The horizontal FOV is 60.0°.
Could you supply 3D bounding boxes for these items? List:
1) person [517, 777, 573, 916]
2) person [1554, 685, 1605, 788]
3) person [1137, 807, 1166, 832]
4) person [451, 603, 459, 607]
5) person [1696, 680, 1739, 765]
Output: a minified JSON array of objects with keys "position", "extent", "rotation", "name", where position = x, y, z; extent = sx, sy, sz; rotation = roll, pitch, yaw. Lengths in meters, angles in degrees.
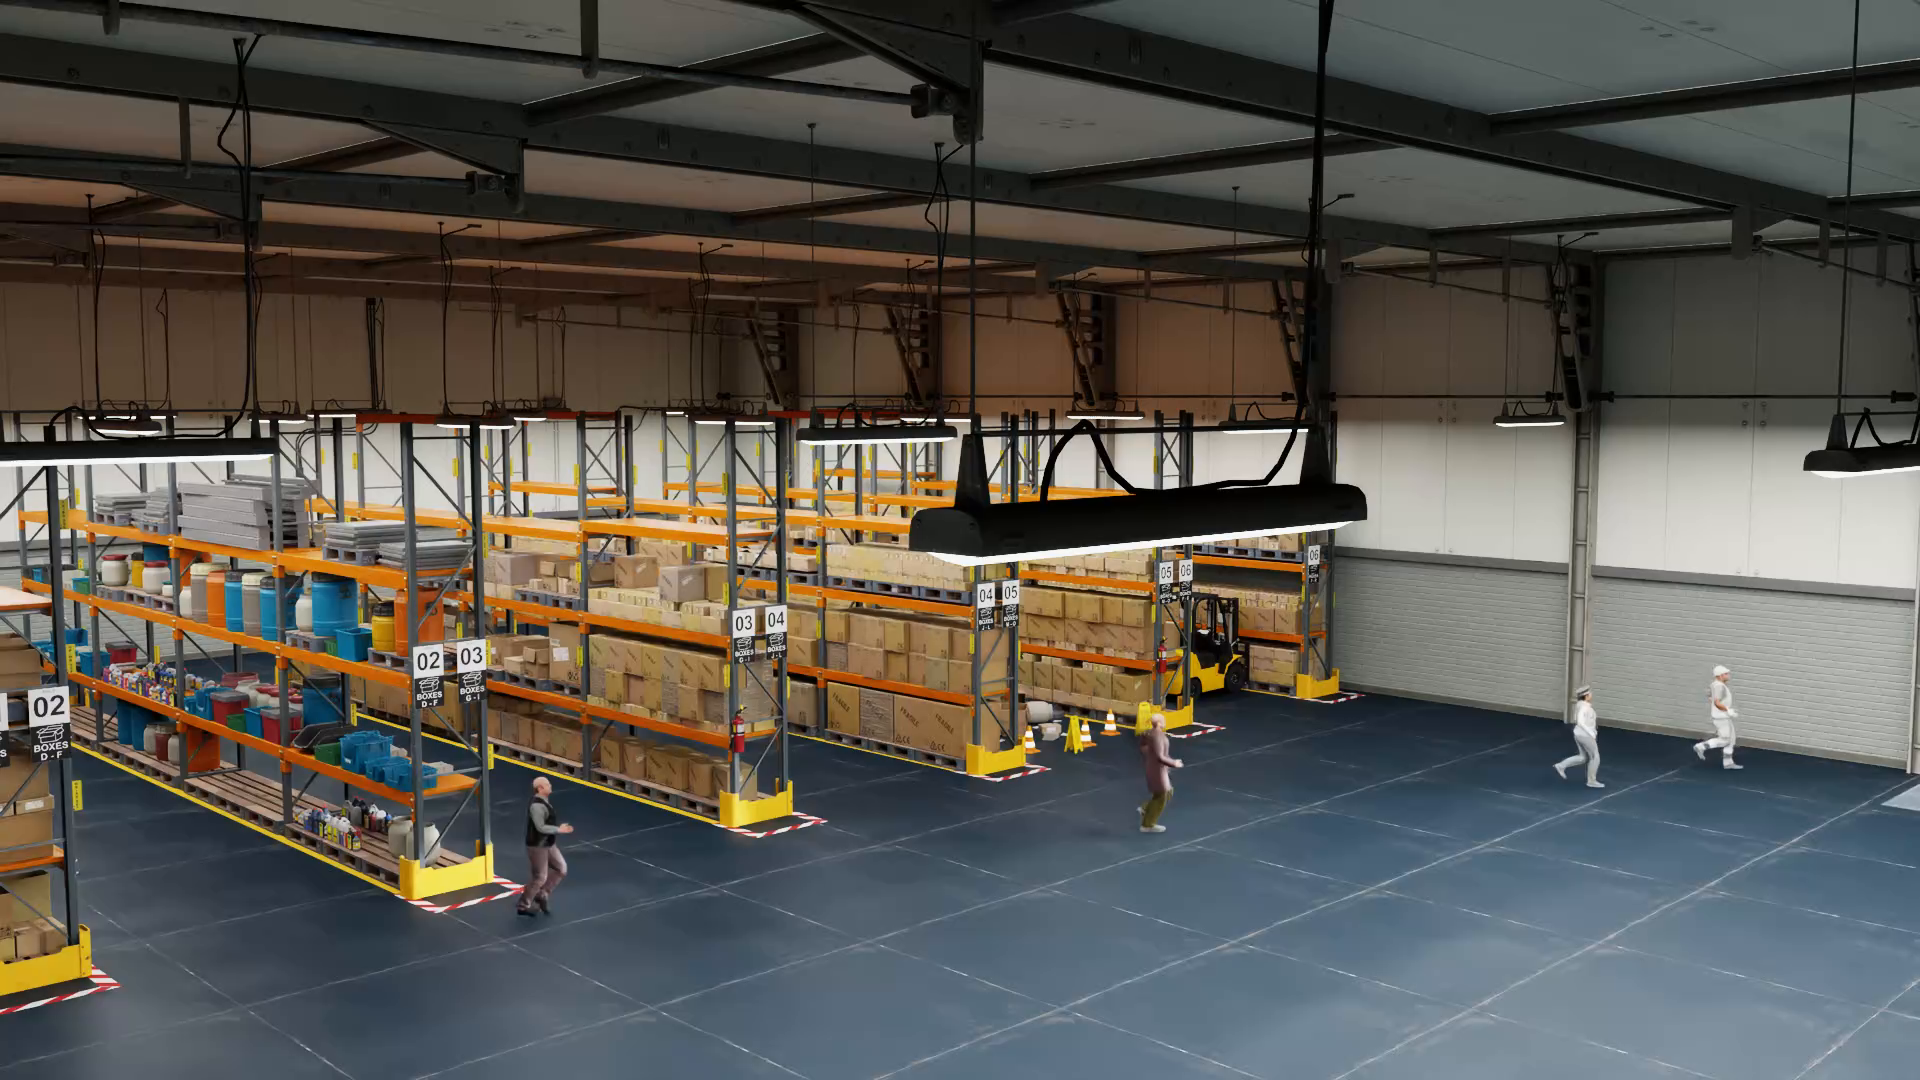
[{"position":[-5.050,3.731,20.278],"extent":[0.695,1.741,0.556],"rotation":[-1,5,-6],"name":"person"},{"position":[10.052,3.166,26.832],"extent":[0.741,1.670,0.458],"rotation":[1,5,6],"name":"person"},{"position":[2.778,4.051,24.188],"extent":[0.405,0.350,0.256],"rotation":[0,5,-5],"name":"person"},{"position":[-11.543,1.851,37.878],"extent":[0.645,0.828,0.430],"rotation":[-3,6,-27],"name":"person"},{"position":[12.837,3.096,28.204],"extent":[0.640,1.459,0.637],"rotation":[2,5,19],"name":"person"}]
